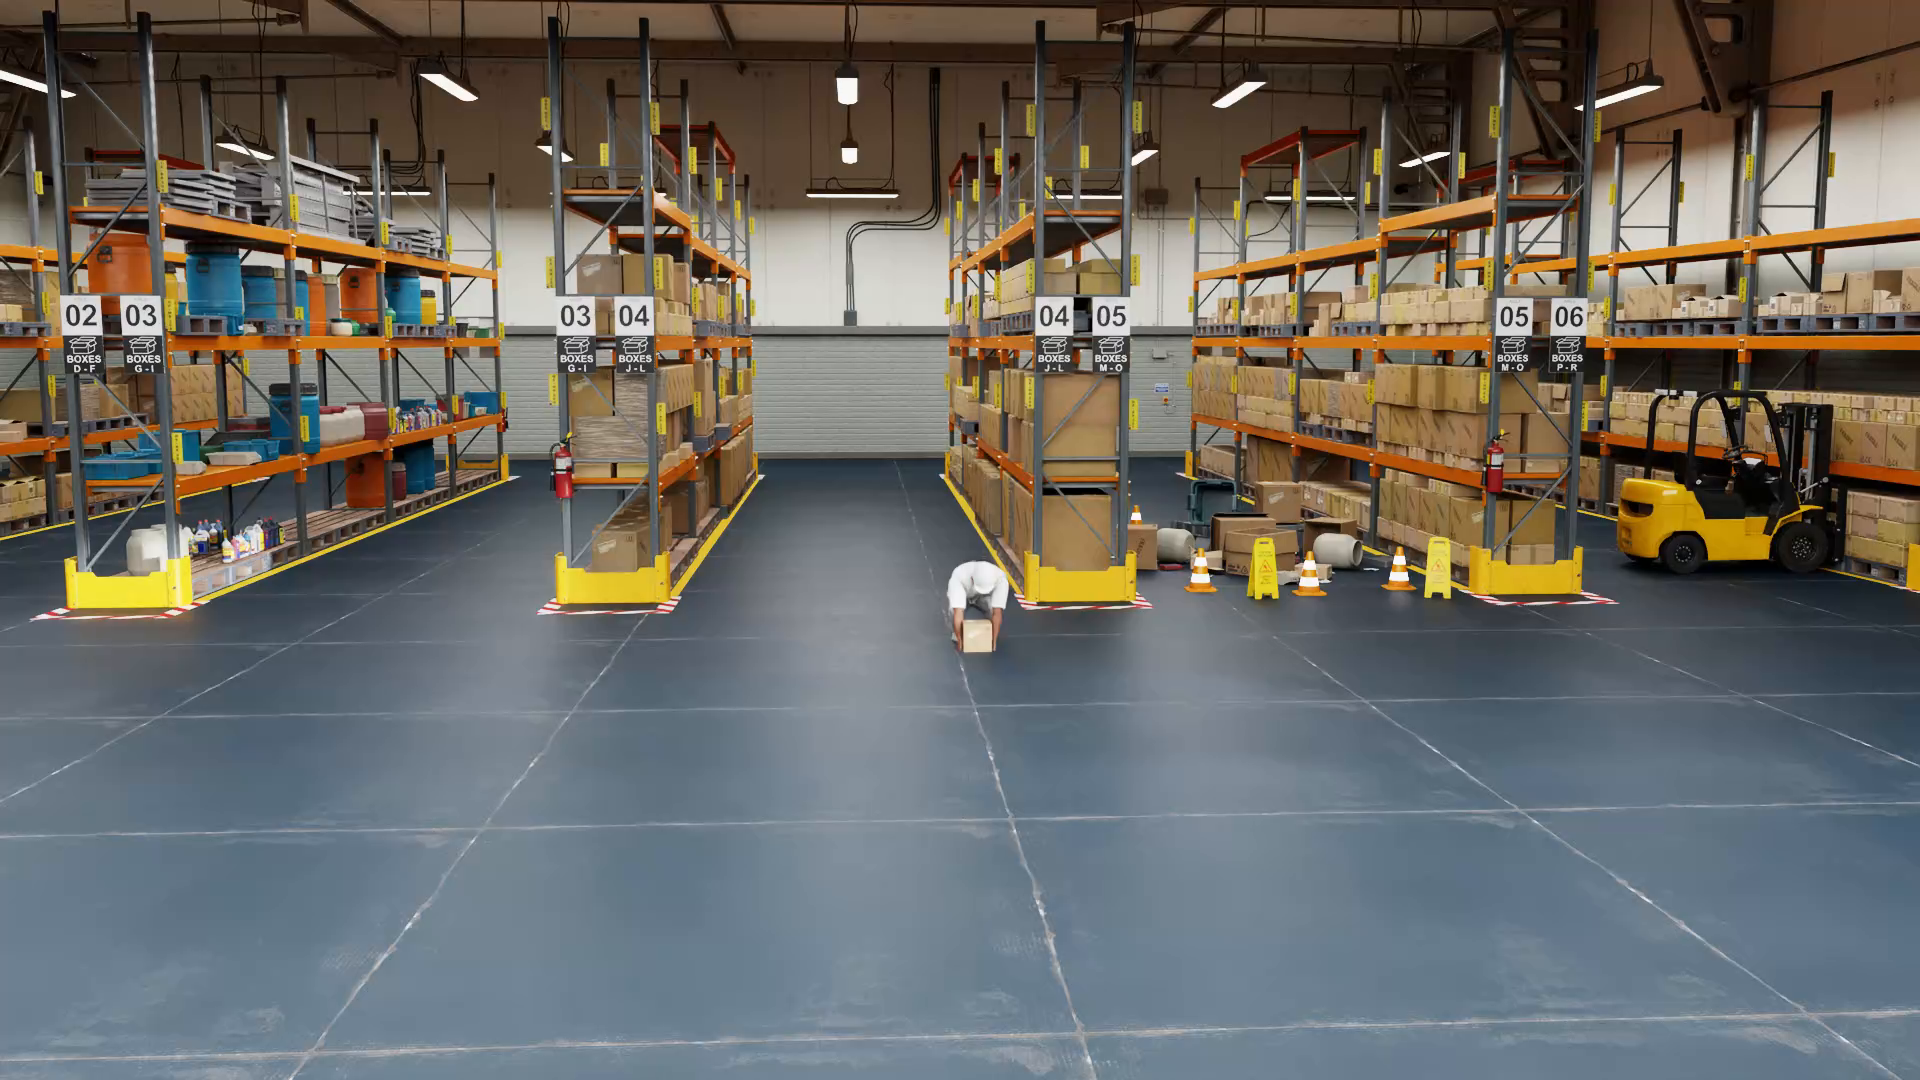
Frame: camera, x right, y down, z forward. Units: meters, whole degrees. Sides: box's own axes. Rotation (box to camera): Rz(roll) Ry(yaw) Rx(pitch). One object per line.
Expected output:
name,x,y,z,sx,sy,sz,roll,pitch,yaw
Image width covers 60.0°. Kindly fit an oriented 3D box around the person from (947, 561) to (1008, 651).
person,0.160,0.593,15.132,0.541,0.890,0.922,-1,7,-4
